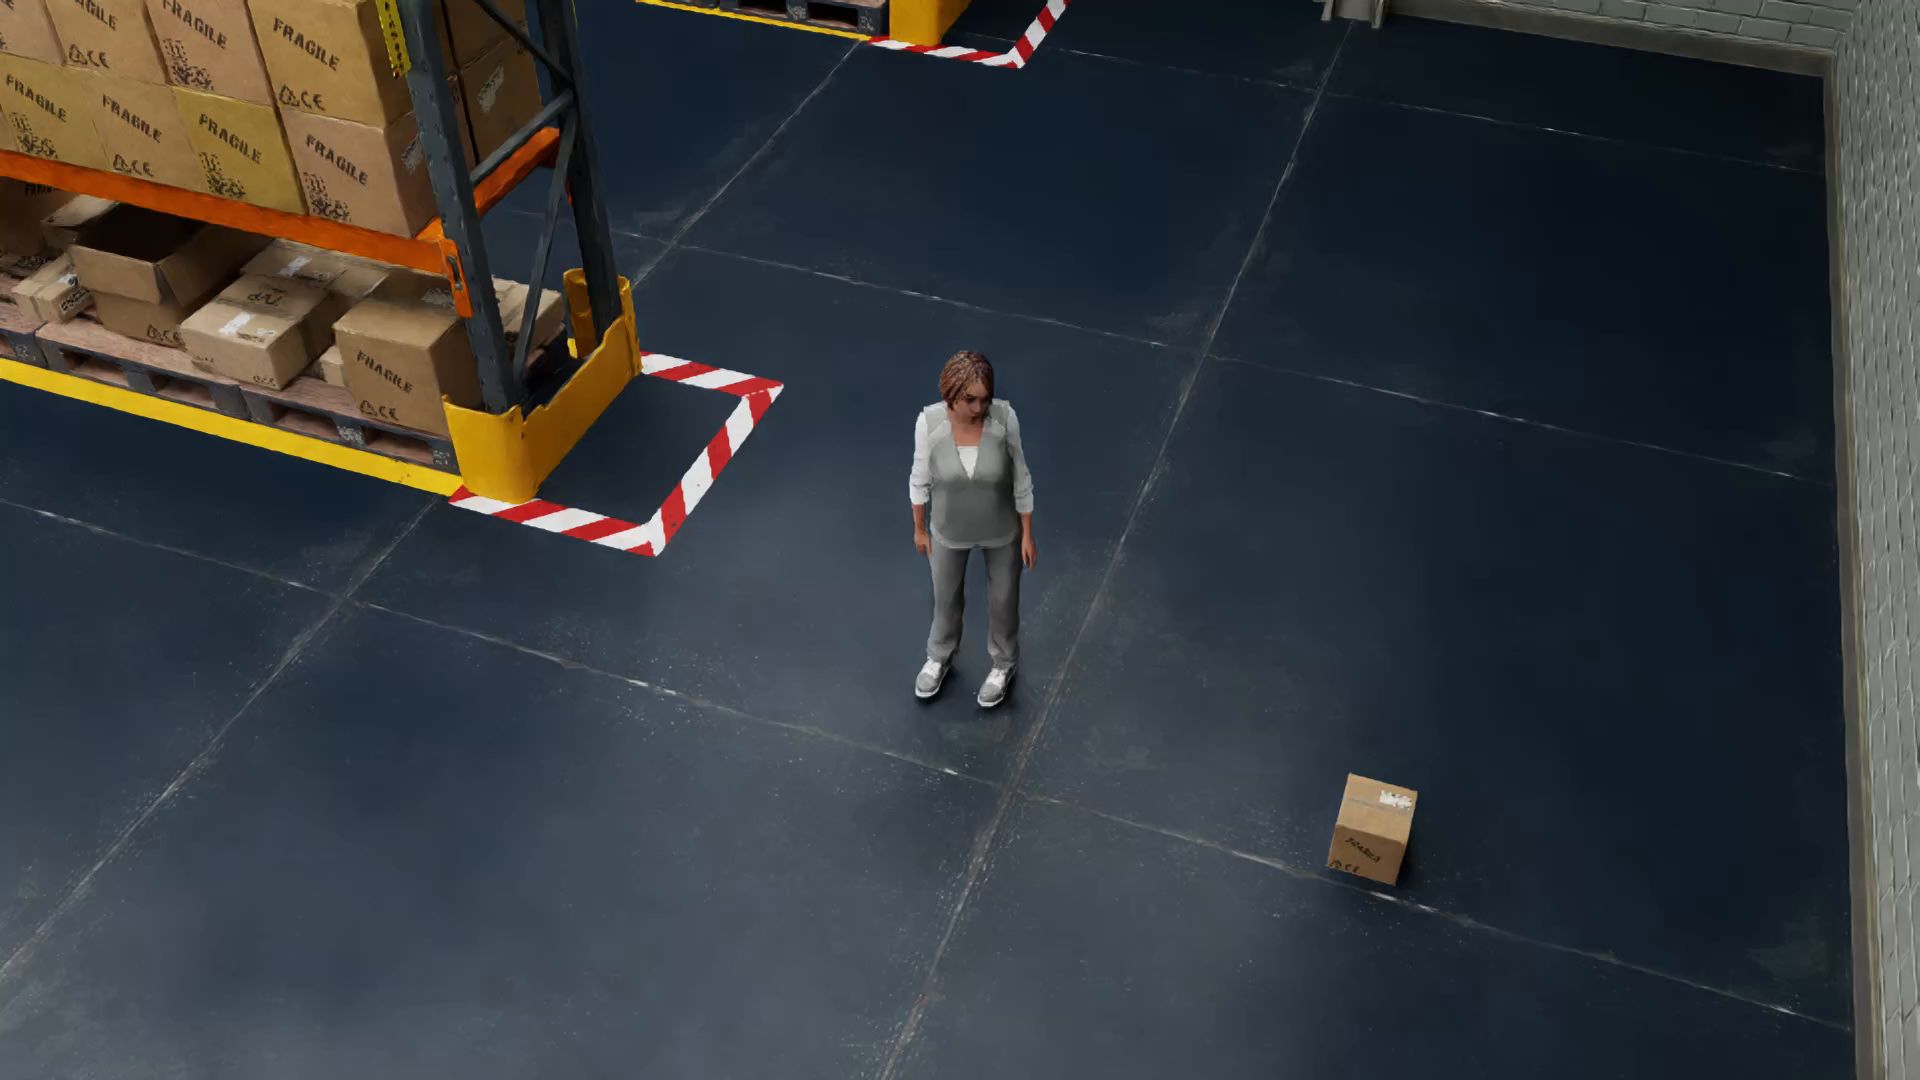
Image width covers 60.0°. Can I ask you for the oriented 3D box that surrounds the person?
[{"bbox_3d":[0.051,-0.028,6.161,0.471,1.605,0.341,1,42,1],"label":"person"}]
